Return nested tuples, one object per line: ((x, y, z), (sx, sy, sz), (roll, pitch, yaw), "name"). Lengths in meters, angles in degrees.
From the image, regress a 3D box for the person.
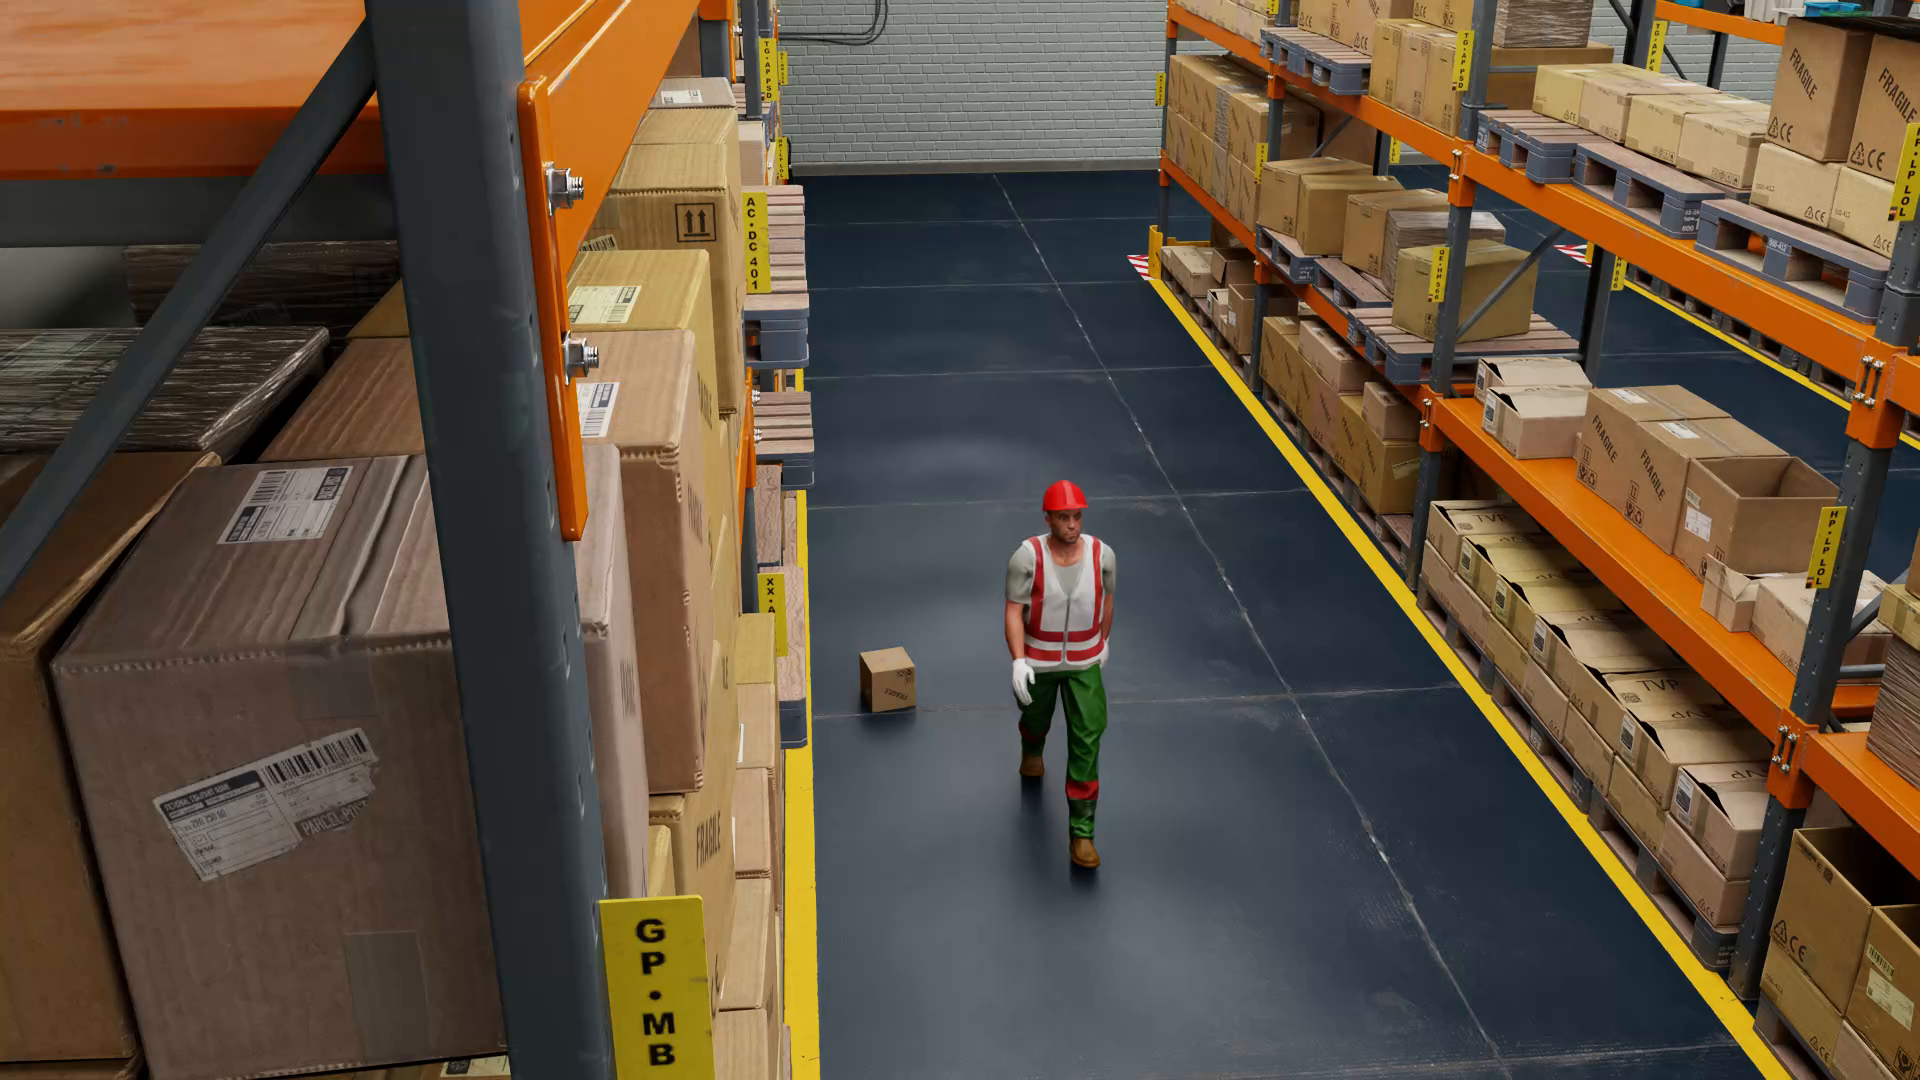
((0.472, 0.564, 7.786), (0.538, 1.735, 1.089), (-1, 24, -3), "person")
